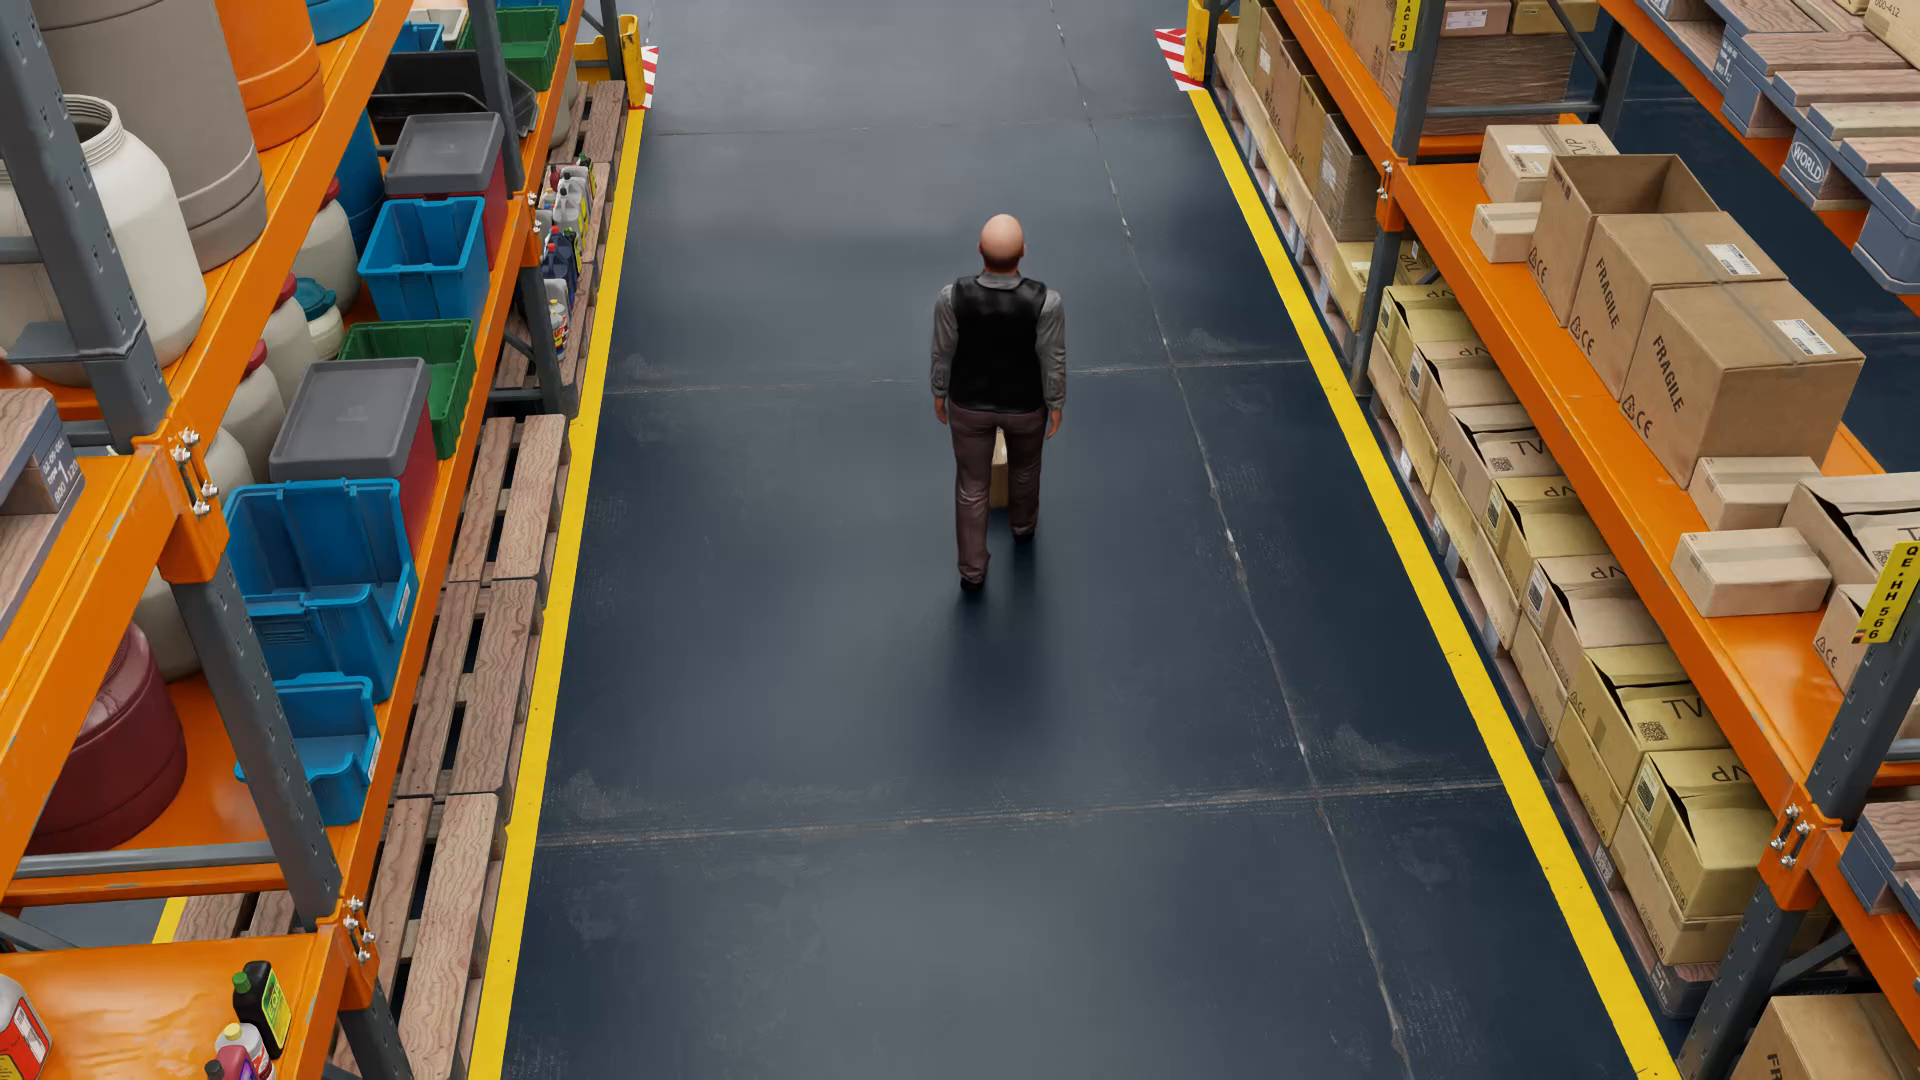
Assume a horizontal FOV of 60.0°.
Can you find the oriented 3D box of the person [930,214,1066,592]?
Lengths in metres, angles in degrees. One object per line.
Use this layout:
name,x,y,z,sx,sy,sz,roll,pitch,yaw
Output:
person,0.162,-0.624,6.948,0.559,1.715,0.714,2,39,3
